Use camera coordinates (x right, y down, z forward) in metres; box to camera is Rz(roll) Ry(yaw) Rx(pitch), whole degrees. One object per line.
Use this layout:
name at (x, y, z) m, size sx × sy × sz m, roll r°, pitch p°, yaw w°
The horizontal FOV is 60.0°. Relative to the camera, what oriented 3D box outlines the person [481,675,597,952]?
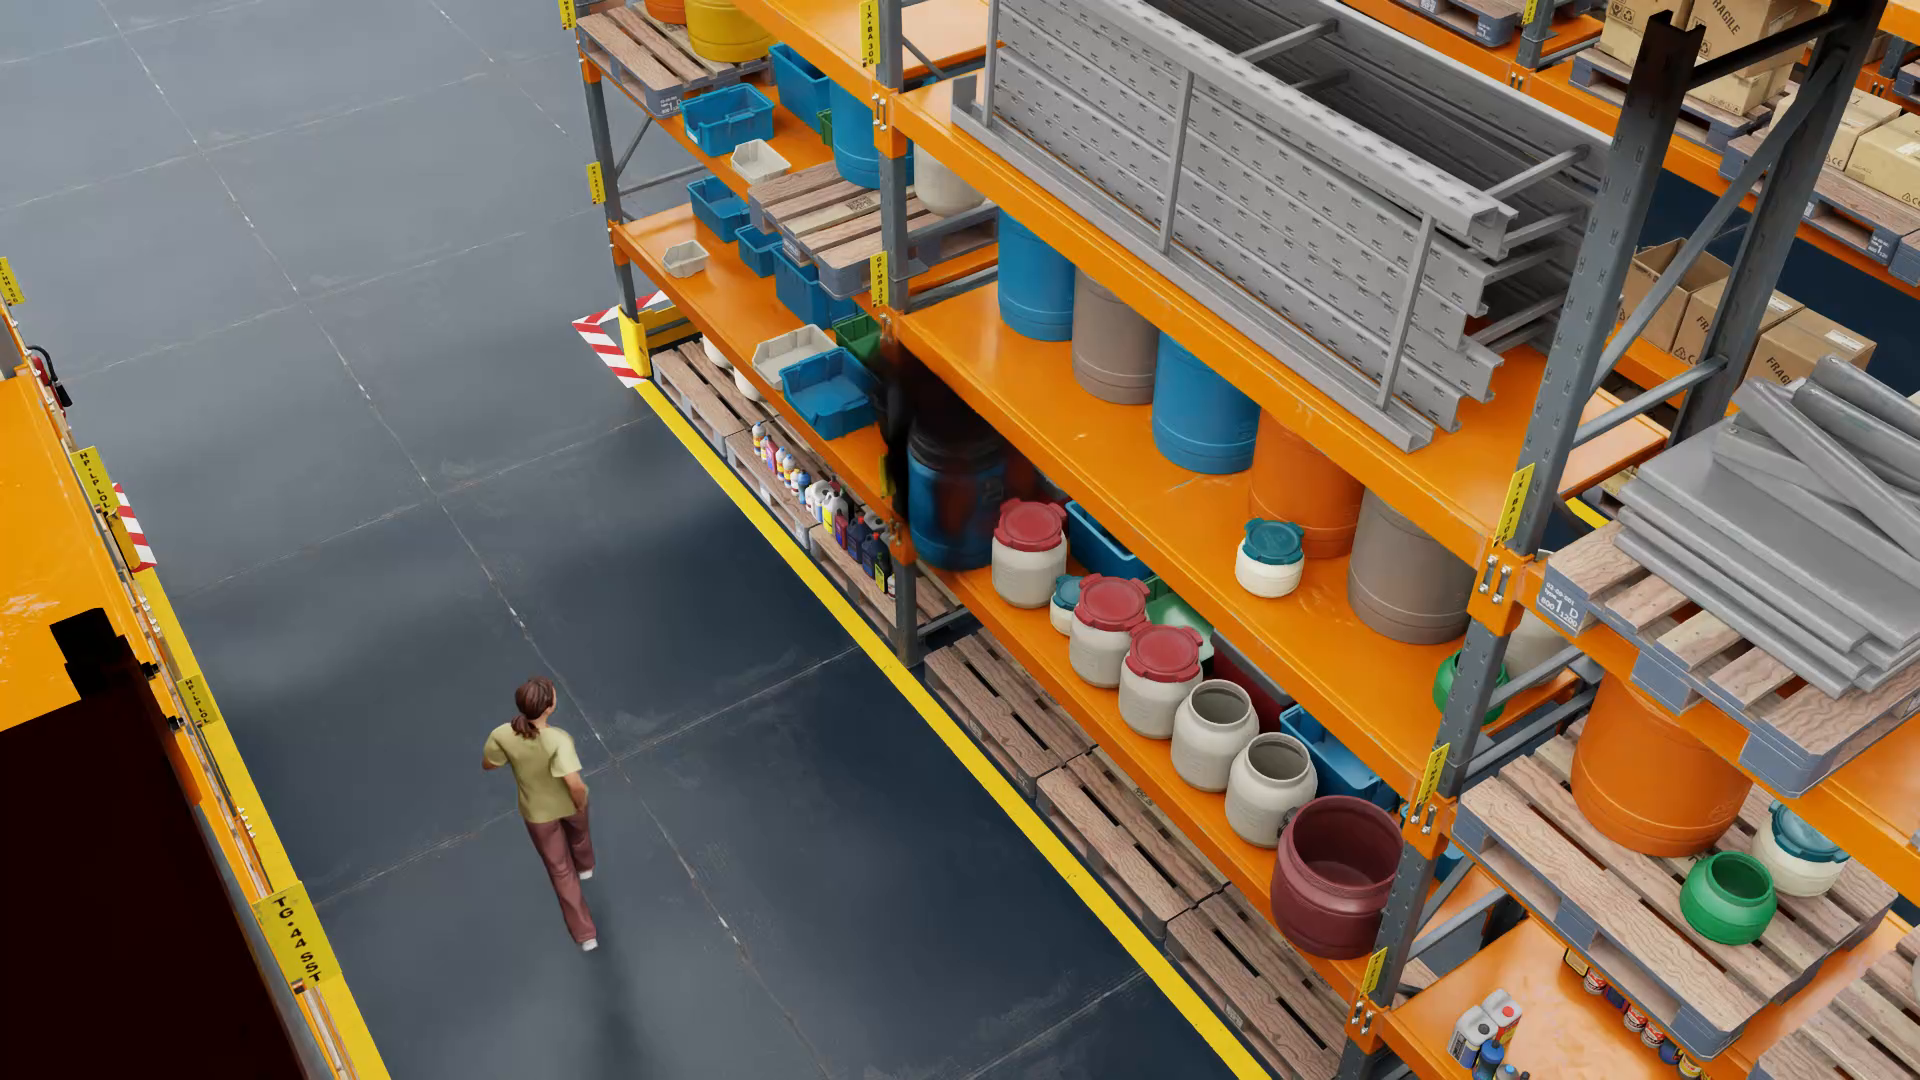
person at (-2.125, 1.416, 8.574) m, size 0.471 × 1.722 × 0.795 m, roll -19°, pitch 46°, yaw -19°
